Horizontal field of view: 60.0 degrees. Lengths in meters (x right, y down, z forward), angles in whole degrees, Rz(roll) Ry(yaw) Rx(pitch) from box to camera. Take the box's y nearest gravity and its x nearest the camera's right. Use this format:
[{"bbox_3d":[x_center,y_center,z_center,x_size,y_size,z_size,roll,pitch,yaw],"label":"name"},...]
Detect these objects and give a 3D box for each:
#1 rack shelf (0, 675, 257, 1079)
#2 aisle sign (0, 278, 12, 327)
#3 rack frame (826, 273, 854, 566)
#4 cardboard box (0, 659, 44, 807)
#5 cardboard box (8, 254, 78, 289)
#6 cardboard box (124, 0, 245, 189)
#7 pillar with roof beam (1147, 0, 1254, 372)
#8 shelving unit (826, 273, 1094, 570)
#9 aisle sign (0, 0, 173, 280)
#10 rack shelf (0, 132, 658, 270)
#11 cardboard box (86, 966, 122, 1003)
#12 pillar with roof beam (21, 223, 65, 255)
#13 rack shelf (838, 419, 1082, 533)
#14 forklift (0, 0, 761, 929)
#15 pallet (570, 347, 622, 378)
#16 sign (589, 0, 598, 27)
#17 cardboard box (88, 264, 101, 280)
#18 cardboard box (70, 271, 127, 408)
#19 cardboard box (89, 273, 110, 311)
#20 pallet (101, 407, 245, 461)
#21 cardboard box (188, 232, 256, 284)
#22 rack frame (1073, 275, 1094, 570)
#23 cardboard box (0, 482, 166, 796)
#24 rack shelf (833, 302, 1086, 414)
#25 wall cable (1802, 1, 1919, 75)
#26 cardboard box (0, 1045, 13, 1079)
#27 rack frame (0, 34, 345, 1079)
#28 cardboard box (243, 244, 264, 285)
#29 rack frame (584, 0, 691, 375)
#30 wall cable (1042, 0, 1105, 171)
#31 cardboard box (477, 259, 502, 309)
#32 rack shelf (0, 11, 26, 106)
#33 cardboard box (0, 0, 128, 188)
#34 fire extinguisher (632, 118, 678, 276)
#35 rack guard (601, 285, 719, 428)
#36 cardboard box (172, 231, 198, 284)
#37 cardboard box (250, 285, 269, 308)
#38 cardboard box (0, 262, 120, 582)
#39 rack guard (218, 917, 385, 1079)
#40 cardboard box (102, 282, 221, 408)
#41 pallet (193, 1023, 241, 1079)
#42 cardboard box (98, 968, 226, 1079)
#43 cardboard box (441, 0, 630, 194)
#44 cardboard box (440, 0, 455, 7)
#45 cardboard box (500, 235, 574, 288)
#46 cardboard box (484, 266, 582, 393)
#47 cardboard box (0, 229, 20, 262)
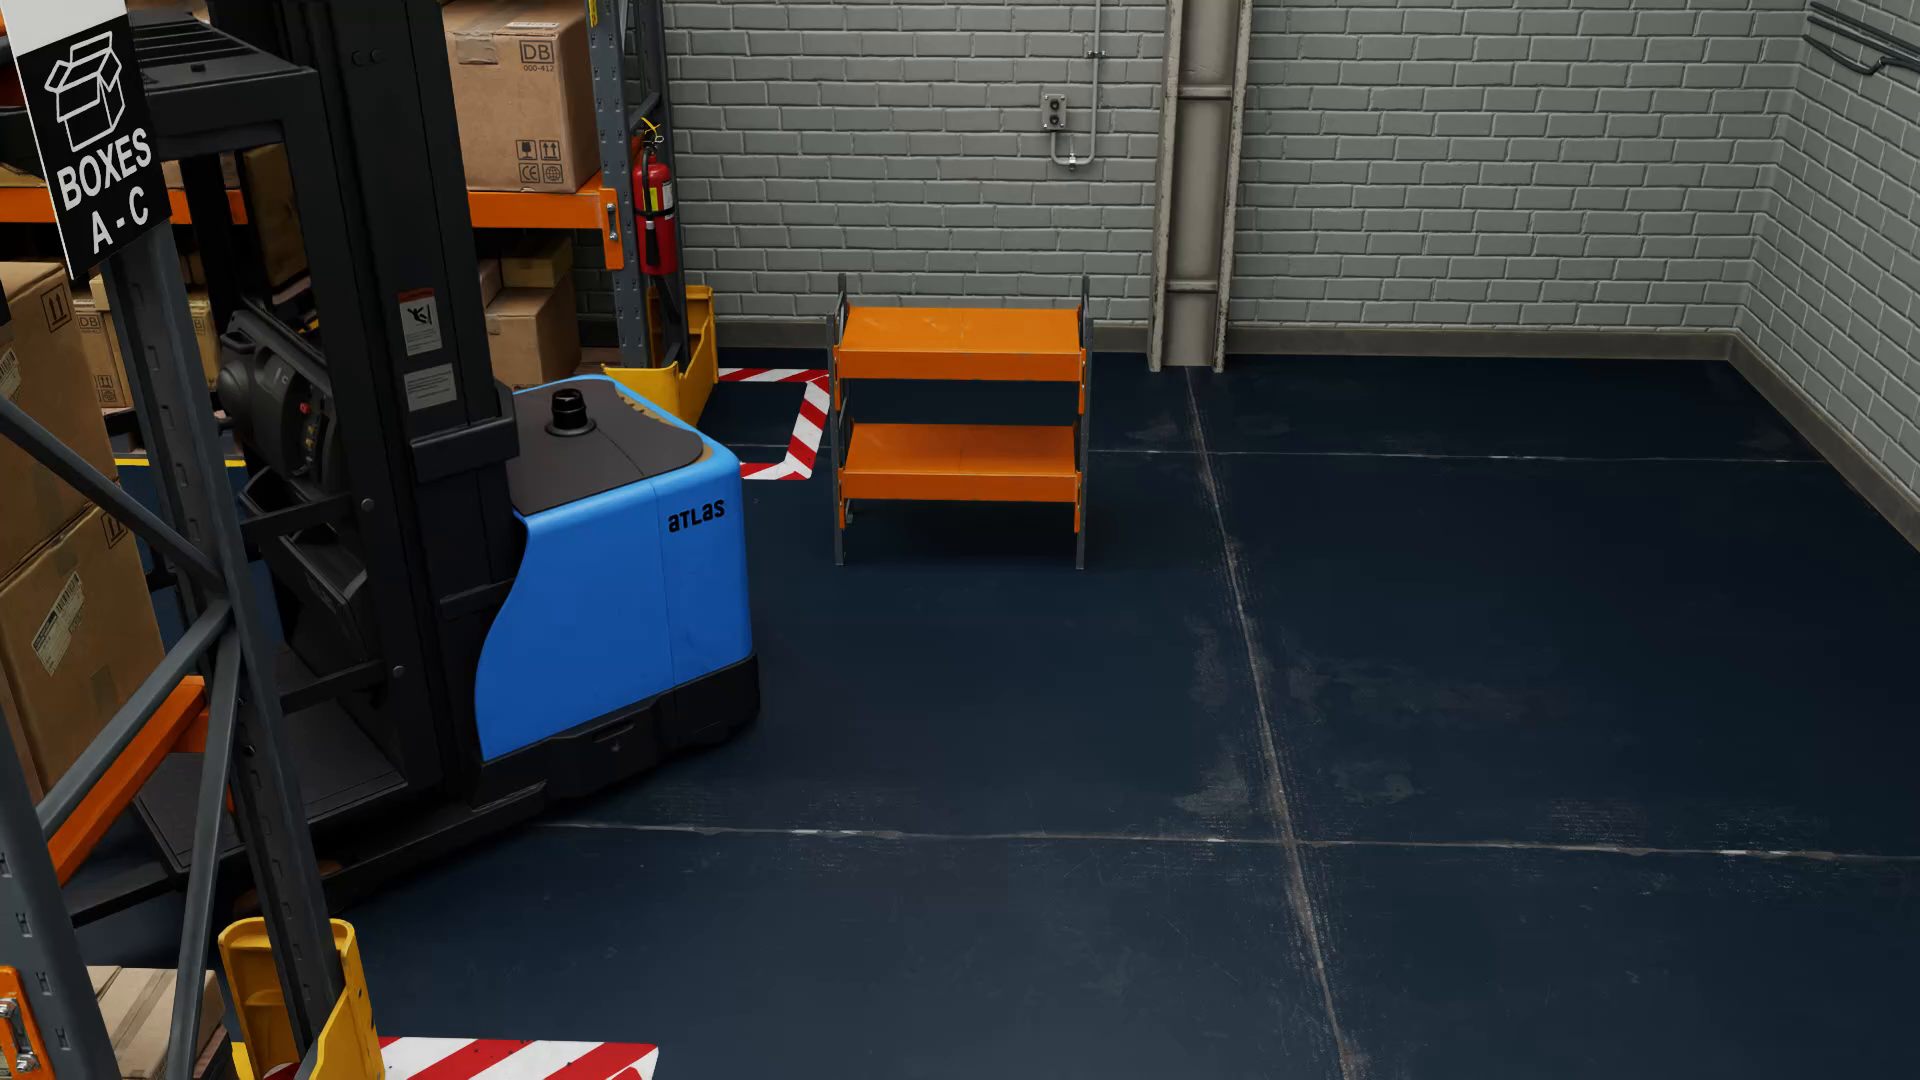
[{"bbox_3d":[-3.670,0.660,3.570,4.000,0.370,1.077,1,28,2],"label":"rack shelf"},{"bbox_3d":[-1.614,-0.629,2.458,0.004,0.787,0.394,1,28,2],"label":"aisle sign"},{"bbox_3d":[-0.501,-0.505,7.002,0.032,1.125,0.500,1,28,2],"label":"rack frame"},{"bbox_3d":[-2.129,0.451,3.089,0.500,0.500,0.500,2,28,3],"label":"cardboard box"},{"bbox_3d":[-4.418,-1.226,7.888,0.250,0.149,0.380,2,28,4],"label":"cardboard box"},{"bbox_3d":[-3.499,-2.103,7.695,0.700,0.700,0.980,0,28,-1],"label":"cardboard box"},{"bbox_3d":[1.077,-2.939,3.187,0.400,9.000,9.100,1,28,2],"label":"pillar with roof beam"},{"bbox_3d":[0.007,-0.497,6.986,1.048,1.125,0.538,1,28,2],"label":"shelving unit"},{"bbox_3d":[-1.593,-0.909,2.987,0.004,0.787,0.394,1,28,2],"label":"aisle sign"},{"bbox_3d":[-3.499,-1.659,7.944,4.000,0.370,1.077,1,28,2],"label":"rack shelf"},{"bbox_3d":[-2.328,1.261,4.224,0.250,0.166,0.380,1,28,2],"label":"cardboard box"},{"bbox_3d":[-4.920,-3.038,3.374,0.400,9.000,9.100,1,28,2],"label":"pillar with roof beam"},{"bbox_3d":[0.007,-0.281,7.101,1.000,0.278,0.538,1,28,2],"label":"rack shelf"},{"bbox_3d":[-2.180,-0.370,4.818,3.031,2.935,1.130,-21,34,-34],"label":"forklift"},{"bbox_3d":[-2.302,-0.688,8.322,1.213,0.211,1.003,1,28,2],"label":"pallet"},{"bbox_3d":[-1.533,-2.306,6.908,0.005,0.325,0.100,1,28,2],"label":"sign"},{"bbox_3d":[-4.102,-1.400,8.217,0.250,0.149,0.380,0,28,0],"label":"cardboard box"},{"bbox_3d":[-4.252,-1.020,8.193,0.500,0.500,0.700,1,28,1],"label":"cardboard box"},{"bbox_3d":[-3.897,-1.217,7.871,0.250,0.149,0.380,0,28,0],"label":"cardboard box"},{"bbox_3d":[-3.518,-0.709,8.363,1.213,0.211,1.003,1,28,2],"label":"pallet"},{"bbox_3d":[-3.591,-1.392,8.201,0.250,0.149,0.380,0,28,1],"label":"cardboard box"},{"bbox_3d":[0.515,-0.488,6.970,0.032,1.125,0.500,1,28,2],"label":"rack frame"},{"bbox_3d":[-2.105,0.201,3.562,0.500,0.500,0.500,2,28,3],"label":"cardboard box"},{"bbox_3d":[0.007,-0.755,6.849,1.000,0.278,0.538,1,28,2],"label":"rack shelf"},{"bbox_3d":[4.140,-2.961,6.544,0.112,2.526,3.097,1,28,2],"label":"wall cable"},{"bbox_3d":[-2.223,1.392,3.621,0.500,0.500,0.500,1,28,2],"label":"cardboard box"},{"bbox_3d":[-1.671,0.374,3.342,0.053,2.616,0.949,1,28,2],"label":"rack frame"},{"bbox_3d":[-3.338,-1.387,8.193,0.250,0.149,0.380,1,28,2],"label":"cardboard box"},{"bbox_3d":[-1.500,-1.943,7.713,0.127,3.000,1.000,1,28,2],"label":"rack frame"},{"bbox_3d":[-0.187,-2.814,8.271,1.851,1.984,0.084,1,28,2],"label":"wall cable"},{"bbox_3d":[-2.338,-1.193,7.825,0.250,0.149,0.380,1,28,1],"label":"cardboard box"},{"bbox_3d":[-3.670,-0.665,2.867,4.000,0.370,1.077,1,28,2],"label":"rack shelf"},{"bbox_3d":[-4.227,-2.111,7.709,0.700,0.700,0.980,0,28,0],"label":"cardboard box"},{"bbox_3d":[-1.366,-1.526,7.407,0.183,0.674,0.296,1,28,2],"label":"fire extinguisher"},{"bbox_3d":[-1.476,-0.838,8.298,0.348,0.500,1.175,1,28,2],"label":"rack guard"},{"bbox_3d":[-3.849,-1.396,8.208,0.250,0.149,0.380,1,28,2],"label":"cardboard box"},{"bbox_3d":[-3.206,-1.005,8.165,0.500,0.500,0.700,0,28,0],"label":"cardboard box"},{"bbox_3d":[-2.105,-0.241,3.328,0.500,0.500,0.500,2,28,3],"label":"cardboard box"},{"bbox_3d":[-1.747,1.479,3.927,0.348,0.500,1.175,1,28,2],"label":"rack guard"},{"bbox_3d":[-3.739,-1.011,8.175,0.500,0.500,0.700,2,28,3],"label":"cardboard box"},{"bbox_3d":[-2.544,1.594,4.019,1.213,0.211,1.003,1,28,2],"label":"pallet"},{"bbox_3d":[-2.078,1.273,4.220,0.250,0.149,0.380,1,28,2],"label":"cardboard box"},{"bbox_3d":[-2.010,-2.080,7.650,0.700,0.700,0.980,2,28,4],"label":"cardboard box"},{"bbox_3d":[-2.738,-2.086,7.663,0.700,0.700,0.980,1,28,1],"label":"cardboard box"},{"bbox_3d":[-2.071,-1.367,8.155,0.250,0.149,0.380,1,28,2],"label":"cardboard box"},{"bbox_3d":[-2.203,-0.989,8.134,0.500,0.500,0.700,1,28,2],"label":"cardboard box"},{"bbox_3d":[-4.892,-1.412,8.239,0.250,0.149,0.380,1,28,1],"label":"cardboard box"}]
